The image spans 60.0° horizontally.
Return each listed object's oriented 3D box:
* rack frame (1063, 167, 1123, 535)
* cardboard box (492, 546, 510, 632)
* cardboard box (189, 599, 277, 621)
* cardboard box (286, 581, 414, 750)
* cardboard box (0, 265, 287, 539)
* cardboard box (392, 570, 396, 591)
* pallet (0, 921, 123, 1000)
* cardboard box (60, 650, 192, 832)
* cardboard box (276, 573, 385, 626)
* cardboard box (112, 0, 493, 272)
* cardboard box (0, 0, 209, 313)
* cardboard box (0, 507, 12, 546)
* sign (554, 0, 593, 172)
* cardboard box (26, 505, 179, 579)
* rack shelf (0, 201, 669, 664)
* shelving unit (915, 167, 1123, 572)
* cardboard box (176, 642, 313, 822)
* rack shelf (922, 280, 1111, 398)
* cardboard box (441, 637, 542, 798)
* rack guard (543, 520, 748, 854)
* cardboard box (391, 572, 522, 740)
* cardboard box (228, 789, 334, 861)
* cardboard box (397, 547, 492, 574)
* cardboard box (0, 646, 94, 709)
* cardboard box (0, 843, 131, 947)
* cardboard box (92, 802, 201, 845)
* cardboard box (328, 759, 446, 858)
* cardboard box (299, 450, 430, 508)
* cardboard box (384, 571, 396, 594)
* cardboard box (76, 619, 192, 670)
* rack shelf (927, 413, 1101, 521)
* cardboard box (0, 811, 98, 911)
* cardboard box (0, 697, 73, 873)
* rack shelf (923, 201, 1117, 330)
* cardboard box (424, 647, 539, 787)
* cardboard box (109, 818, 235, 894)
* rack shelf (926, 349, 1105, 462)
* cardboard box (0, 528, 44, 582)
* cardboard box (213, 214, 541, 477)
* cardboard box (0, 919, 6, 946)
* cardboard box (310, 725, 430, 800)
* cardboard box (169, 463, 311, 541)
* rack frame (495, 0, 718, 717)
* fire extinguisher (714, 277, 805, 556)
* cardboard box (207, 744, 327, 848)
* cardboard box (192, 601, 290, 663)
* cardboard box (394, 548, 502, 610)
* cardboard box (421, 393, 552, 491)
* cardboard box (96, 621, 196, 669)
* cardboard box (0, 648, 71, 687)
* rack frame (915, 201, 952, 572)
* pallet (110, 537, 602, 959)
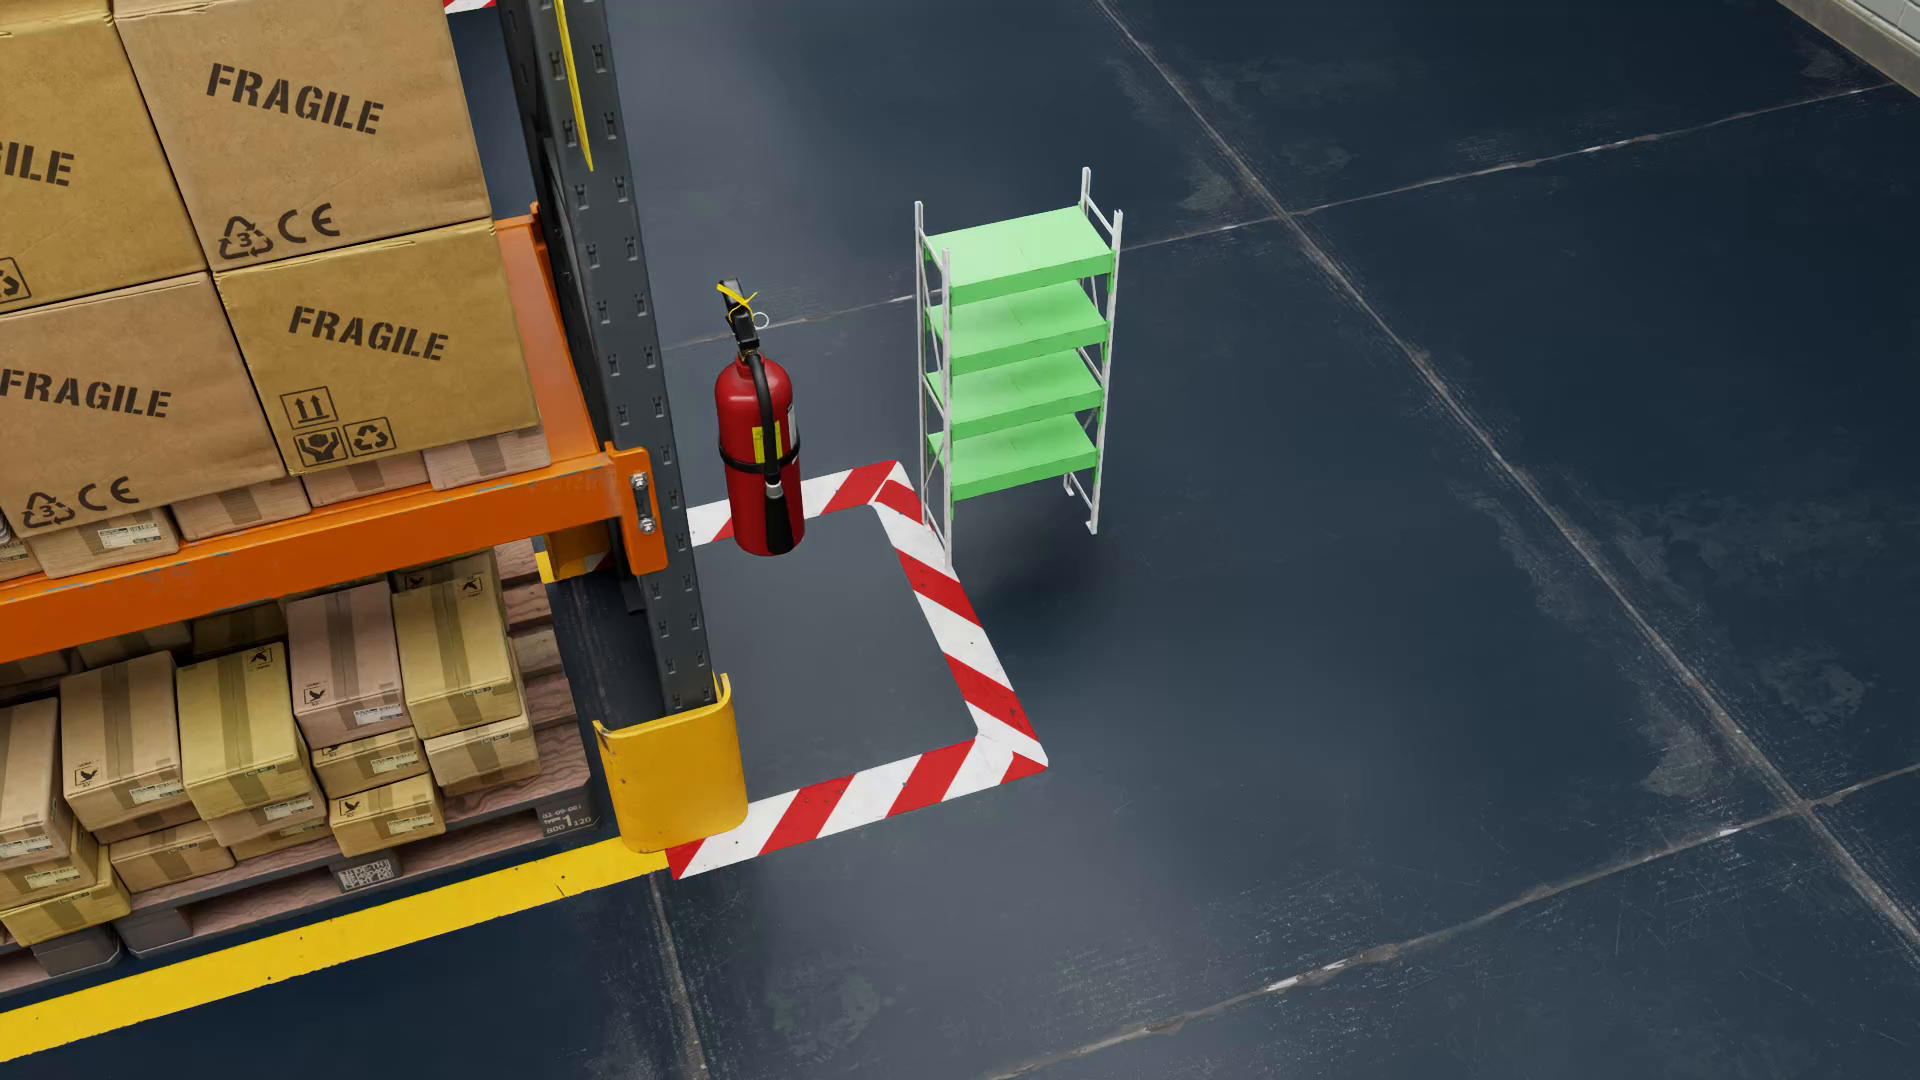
[{"bbox_3d":[0.385,-0.522,4.923,0.015,1.200,0.240,-14,47,-14],"label":"rack frame"},{"bbox_3d":[-1.446,0.110,4.739,0.250,0.149,0.380,-13,47,-13],"label":"cardboard box"},{"bbox_3d":[-1.952,0.009,4.420,0.250,0.149,0.380,-14,47,-14],"label":"cardboard box"},{"bbox_3d":[-1.513,0.306,4.124,0.250,0.149,0.380,-13,47,-13],"label":"cardboard box"},{"bbox_3d":[-1.666,-0.401,3.251,0.500,0.500,0.500,-15,47,-15],"label":"cardboard box"},{"bbox_3d":[-1.665,0.228,4.622,0.250,0.149,0.380,-15,47,-14],"label":"cardboard box"},{"bbox_3d":[-2.838,0.805,4.299,1.213,0.211,1.003,-14,47,-14],"label":"pallet"},{"bbox_3d":[-1.978,0.473,3.957,0.250,0.149,0.380,-16,47,-15],"label":"cardboard box"},{"bbox_3d":[-1.672,0.034,4.395,0.250,0.149,0.380,-14,47,-13],"label":"cardboard box"},{"bbox_3d":[-1.191,-0.878,3.021,0.500,0.500,0.500,-15,47,-15],"label":"cardboard box"},{"bbox_3d":[-1.668,-0.756,2.899,0.500,0.500,0.500,-16,47,-15],"label":"cardboard box"},{"bbox_3d":[-2.140,-0.273,3.123,0.500,0.500,0.500,-14,47,-14],"label":"cardboard box"},{"bbox_3d":[-0.675,-0.806,2.895,0.005,0.325,0.100,-14,47,-14],"label":"sign"},{"bbox_3d":[-1.765,-0.123,3.432,0.250,0.149,0.380,-13,47,-13],"label":"cardboard box"},{"bbox_3d":[-2.726,0.074,3.566,4.000,0.370,1.077,-14,47,-14],"label":"rack shelf"},{"bbox_3d":[0.156,-0.463,4.865,0.503,1.200,0.258,-14,47,-14],"label":"shelving unit"},{"bbox_3d":[-1.713,0.453,3.977,0.250,0.149,0.380,-15,47,-15],"label":"cardboard box"},{"bbox_3d":[0.156,-0.588,4.740,0.480,0.148,0.258,-14,47,-14],"label":"rack shelf"},{"bbox_3d":[-1.269,0.463,4.387,0.250,0.149,0.380,-14,47,-13],"label":"cardboard box"},{"bbox_3d":[-0.916,0.240,4.658,0.348,0.500,1.175,-14,47,-14],"label":"rack guard"},{"bbox_3d":[-1.257,0.284,4.146,0.250,0.149,0.380,-14,47,-13],"label":"cardboard box"},{"bbox_3d":[-1.755,0.598,4.252,0.250,0.149,0.380,-15,47,-14],"label":"cardboard box"},{"bbox_3d":[-1.453,-0.113,4.541,0.250,0.149,0.380,-16,47,-16],"label":"cardboard box"},{"bbox_3d":[-2.397,0.310,4.330,0.250,0.149,0.380,-16,47,-16],"label":"cardboard box"},{"bbox_3d":[-2.201,0.770,4.081,0.250,0.149,0.380,-16,47,-16],"label":"cardboard box"},{"bbox_3d":[-2.020,0.532,4.109,0.250,0.149,0.380,-15,47,-14],"label":"cardboard box"},{"bbox_3d":[-1.477,0.592,4.258,0.250,0.149,0.380,-13,47,-13],"label":"cardboard box"},{"bbox_3d":[-1.302,-0.270,3.579,0.250,0.149,0.380,-14,47,-14],"label":"cardboard box"},{"bbox_3d":[-1.702,0.076,4.563,0.250,0.149,0.380,-15,47,-14],"label":"cardboard box"},{"bbox_3d":[-2.157,0.124,4.305,0.250,0.149,0.380,-16,47,-16],"label":"cardboard box"},{"bbox_3d":[0.156,-0.249,5.080,0.480,0.148,0.258,-14,47,-14],"label":"rack shelf"},{"bbox_3d":[-2.215,0.669,3.972,0.250,0.149,0.380,-14,47,-13],"label":"cardboard box"},{"bbox_3d":[-2.212,0.574,3.856,0.250,0.149,0.380,-13,46,-12],"label":"cardboard box"},{"bbox_3d":[0.156,-0.757,4.570,0.480,0.148,0.258,-14,47,-14],"label":"rack shelf"},{"bbox_3d":[-1.244,0.410,4.230,0.250,0.149,0.380,-16,47,-15],"label":"cardboard box"},{"bbox_3d":[-1.982,0.667,4.184,0.250,0.149,0.380,-14,47,-13],"label":"cardboard box"},{"bbox_3d":[0.156,-0.418,4.910,0.480,0.148,0.258,-14,47,-14],"label":"rack shelf"},{"bbox_3d":[-2.023,-0.079,3.389,0.250,0.149,0.380,-16,47,-16],"label":"cardboard box"},{"bbox_3d":[-1.180,-0.521,3.371,0.500,0.500,0.500,-13,47,-13],"label":"cardboard box"},{"bbox_3d":[-2.465,0.822,4.029,0.250,0.149,0.380,-13,47,-13],"label":"cardboard box"},{"bbox_3d":[-1.509,0.437,4.203,0.250,0.149,0.380,-15,47,-15],"label":"cardboard box"},{"bbox_3d":[-1.533,-0.200,3.509,0.250,0.149,0.380,-15,47,-14],"label":"cardboard box"},{"bbox_3d":[-0.845,-0.661,3.791,0.127,3.000,1.000,-14,47,-14],"label":"rack frame"},{"bbox_3d":[-0.451,-0.255,3.704,0.183,0.674,0.296,-14,47,-14],"label":"fire extinguisher"},{"bbox_3d":[-1.733,0.536,4.105,0.250,0.149,0.380,-16,47,-15],"label":"cardboard box"},{"bbox_3d":[-1.902,0.194,4.446,0.250,0.149,0.380,-14,47,-13],"label":"cardboard box"},{"bbox_3d":[-1.425,0.047,4.591,0.250,0.149,0.380,-13,46,-12],"label":"cardboard box"},{"bbox_3d":[-1.056,-0.305,3.614,0.250,0.149,0.380,-14,47,-14],"label":"cardboard box"},{"bbox_3d":[-2.180,0.183,4.456,0.250,0.149,0.380,-13,47,-13],"label":"cardboard box"},{"bbox_3d":[-2.421,0.184,4.245,0.250,0.149,0.380,-13,46,-12],"label":"cardboard box"},{"bbox_3d":[-0.074,-0.405,4.806,0.015,1.200,0.240,-14,47,-14],"label":"rack frame"},{"bbox_3d":[-1.693,0.514,4.589,1.213,0.211,1.003,-14,47,-14],"label":"pallet"}]
